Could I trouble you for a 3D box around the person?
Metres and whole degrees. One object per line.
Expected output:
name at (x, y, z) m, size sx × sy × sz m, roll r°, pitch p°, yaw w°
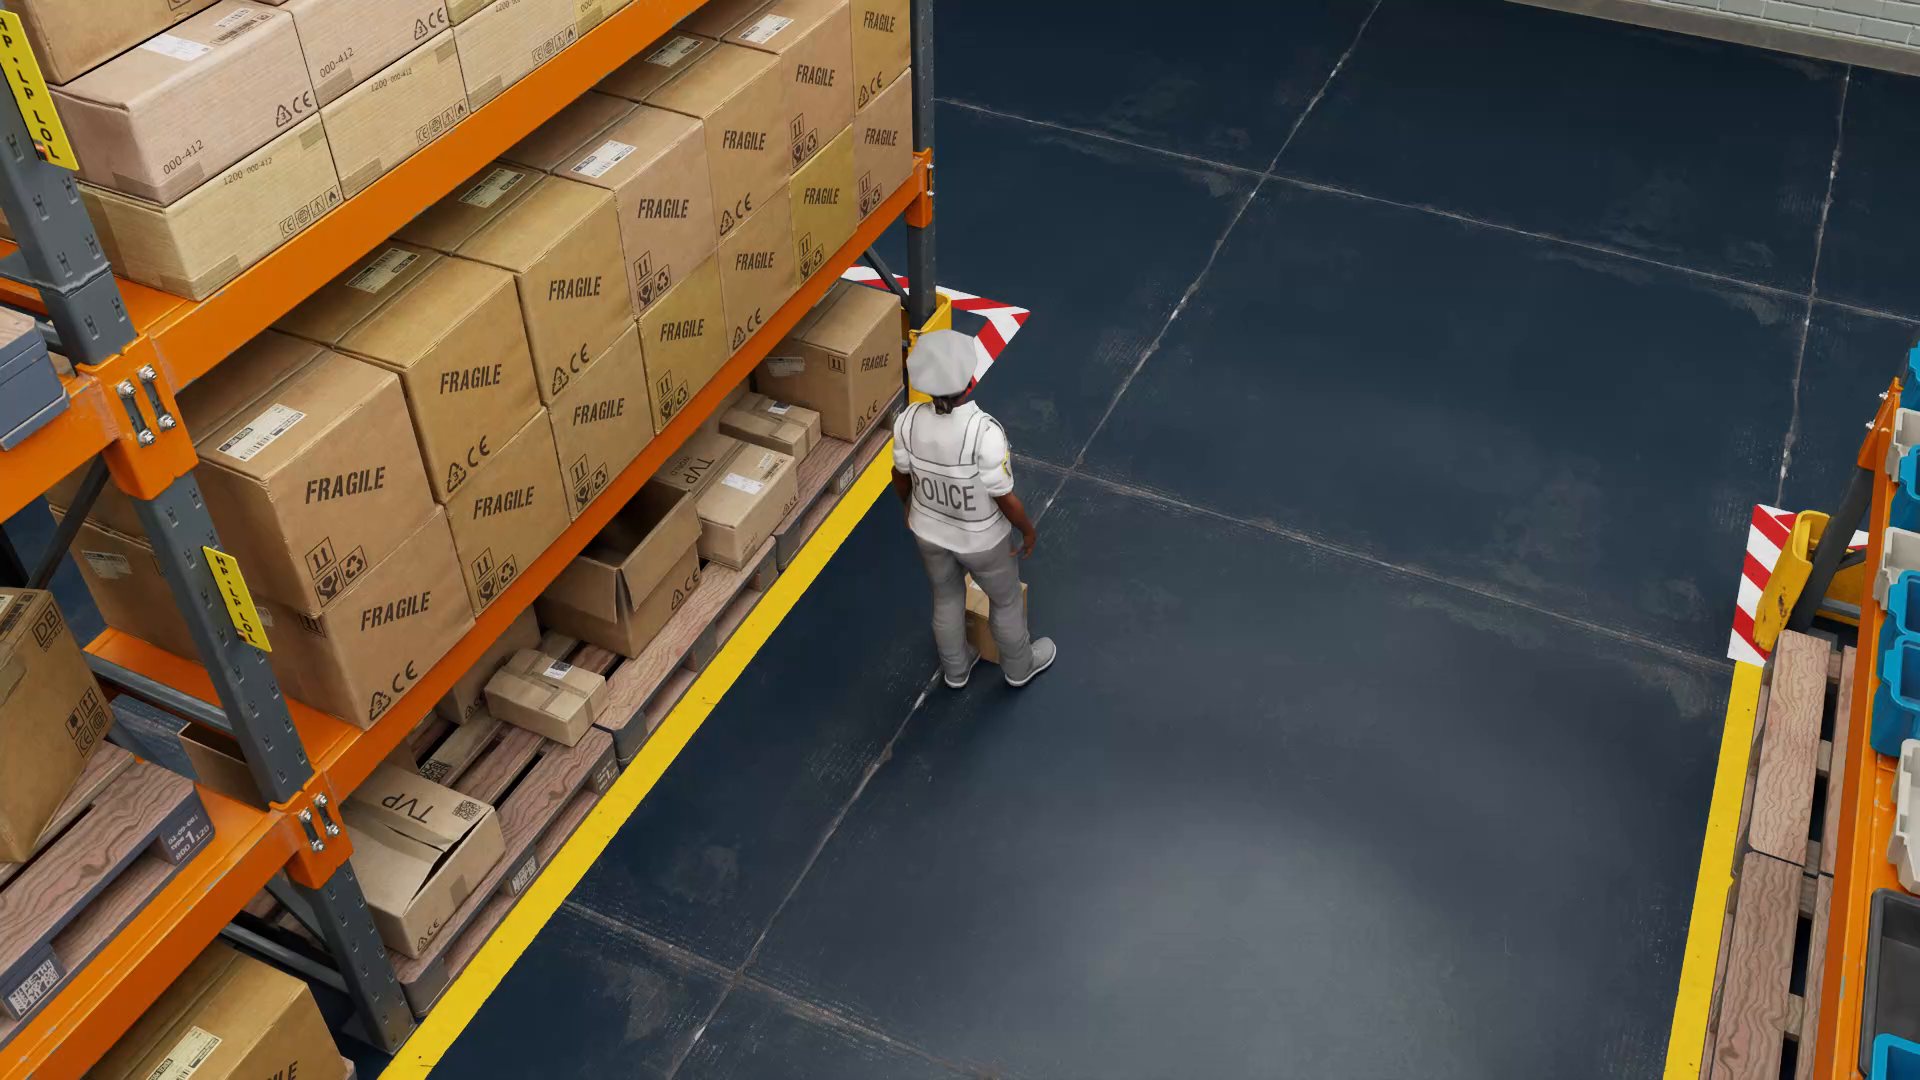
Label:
person at (0.051, -0.098, 6.230) m, size 0.569 × 1.694 × 0.529 m, roll 17°, pitch 45°, yaw 18°
